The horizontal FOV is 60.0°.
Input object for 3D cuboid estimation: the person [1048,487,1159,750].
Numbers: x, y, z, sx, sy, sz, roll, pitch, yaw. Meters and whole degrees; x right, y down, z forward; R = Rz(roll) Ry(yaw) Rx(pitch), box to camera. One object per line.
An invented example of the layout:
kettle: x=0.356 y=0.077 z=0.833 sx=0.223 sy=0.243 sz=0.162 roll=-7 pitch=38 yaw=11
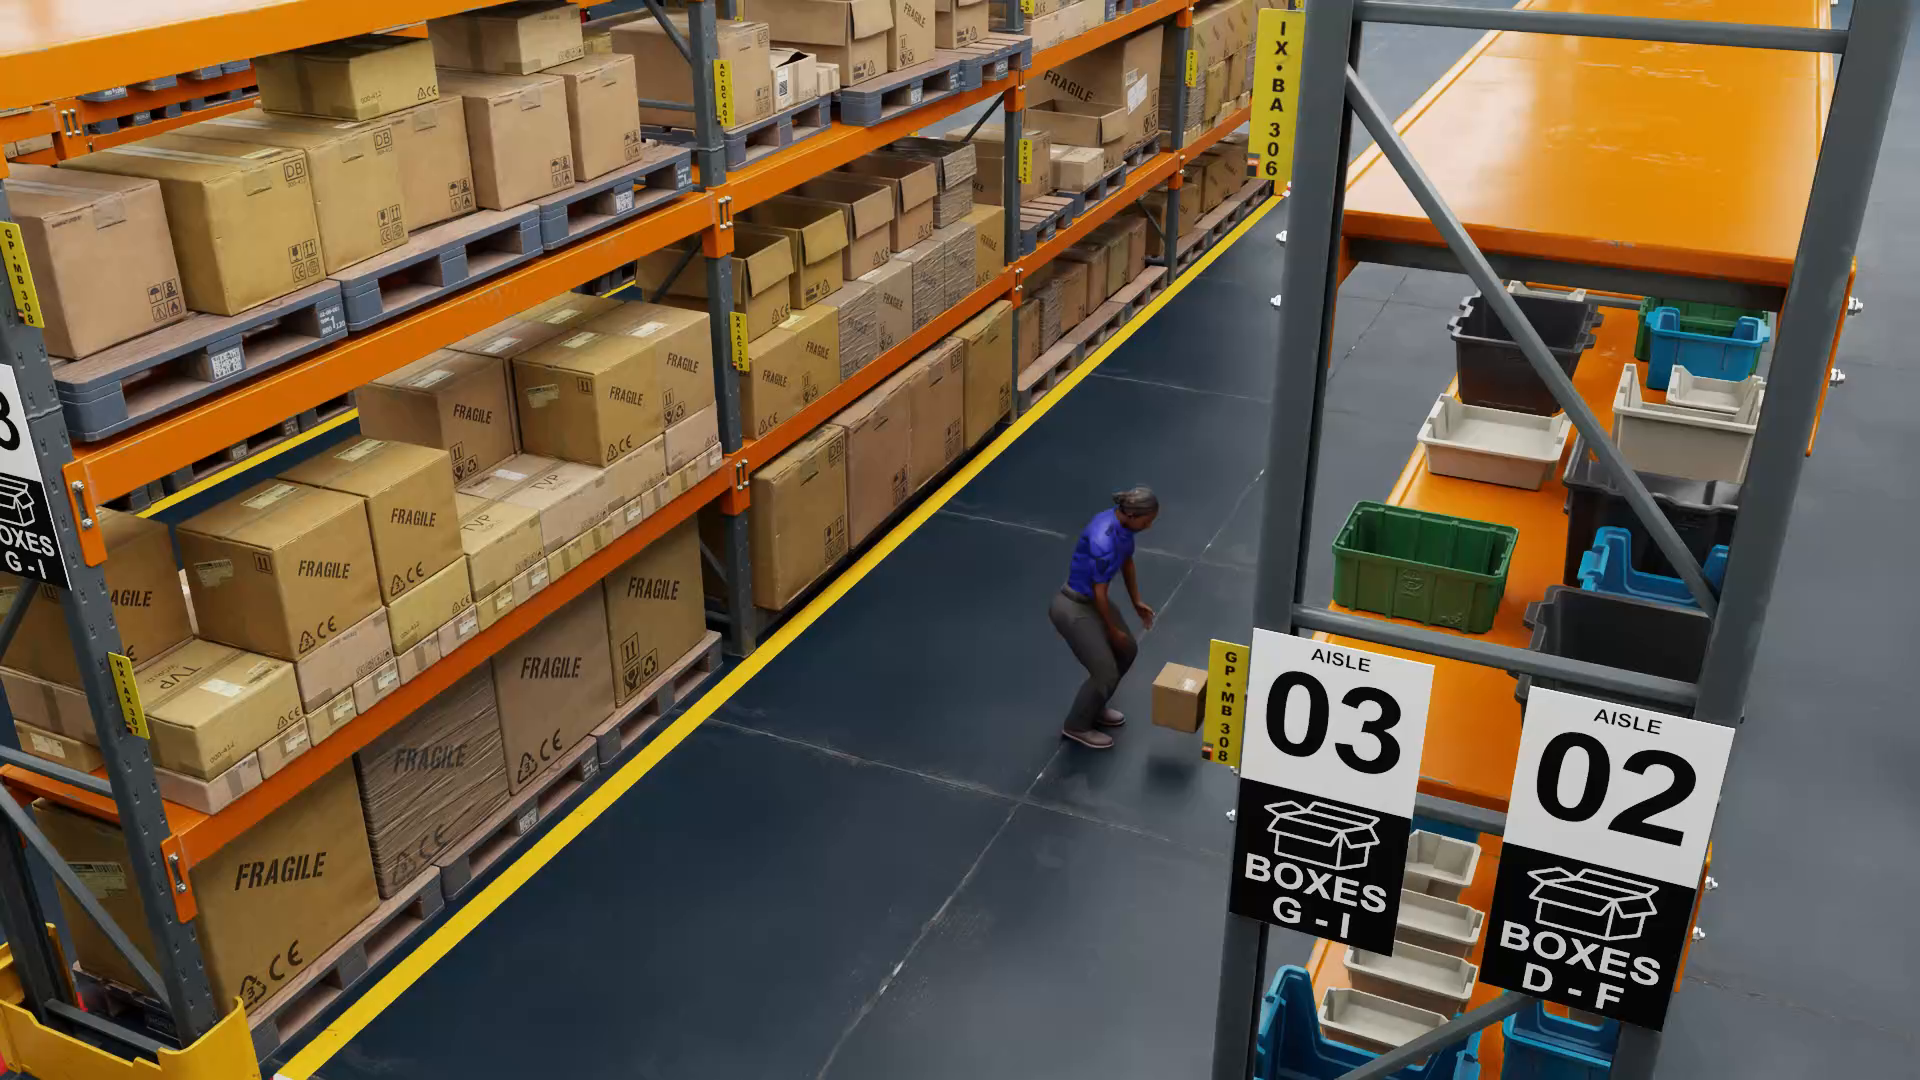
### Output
person: x=0.766 y=0.374 z=8.874 sx=0.534 sy=1.487 sz=0.487 roll=12 pitch=29 yaw=22
